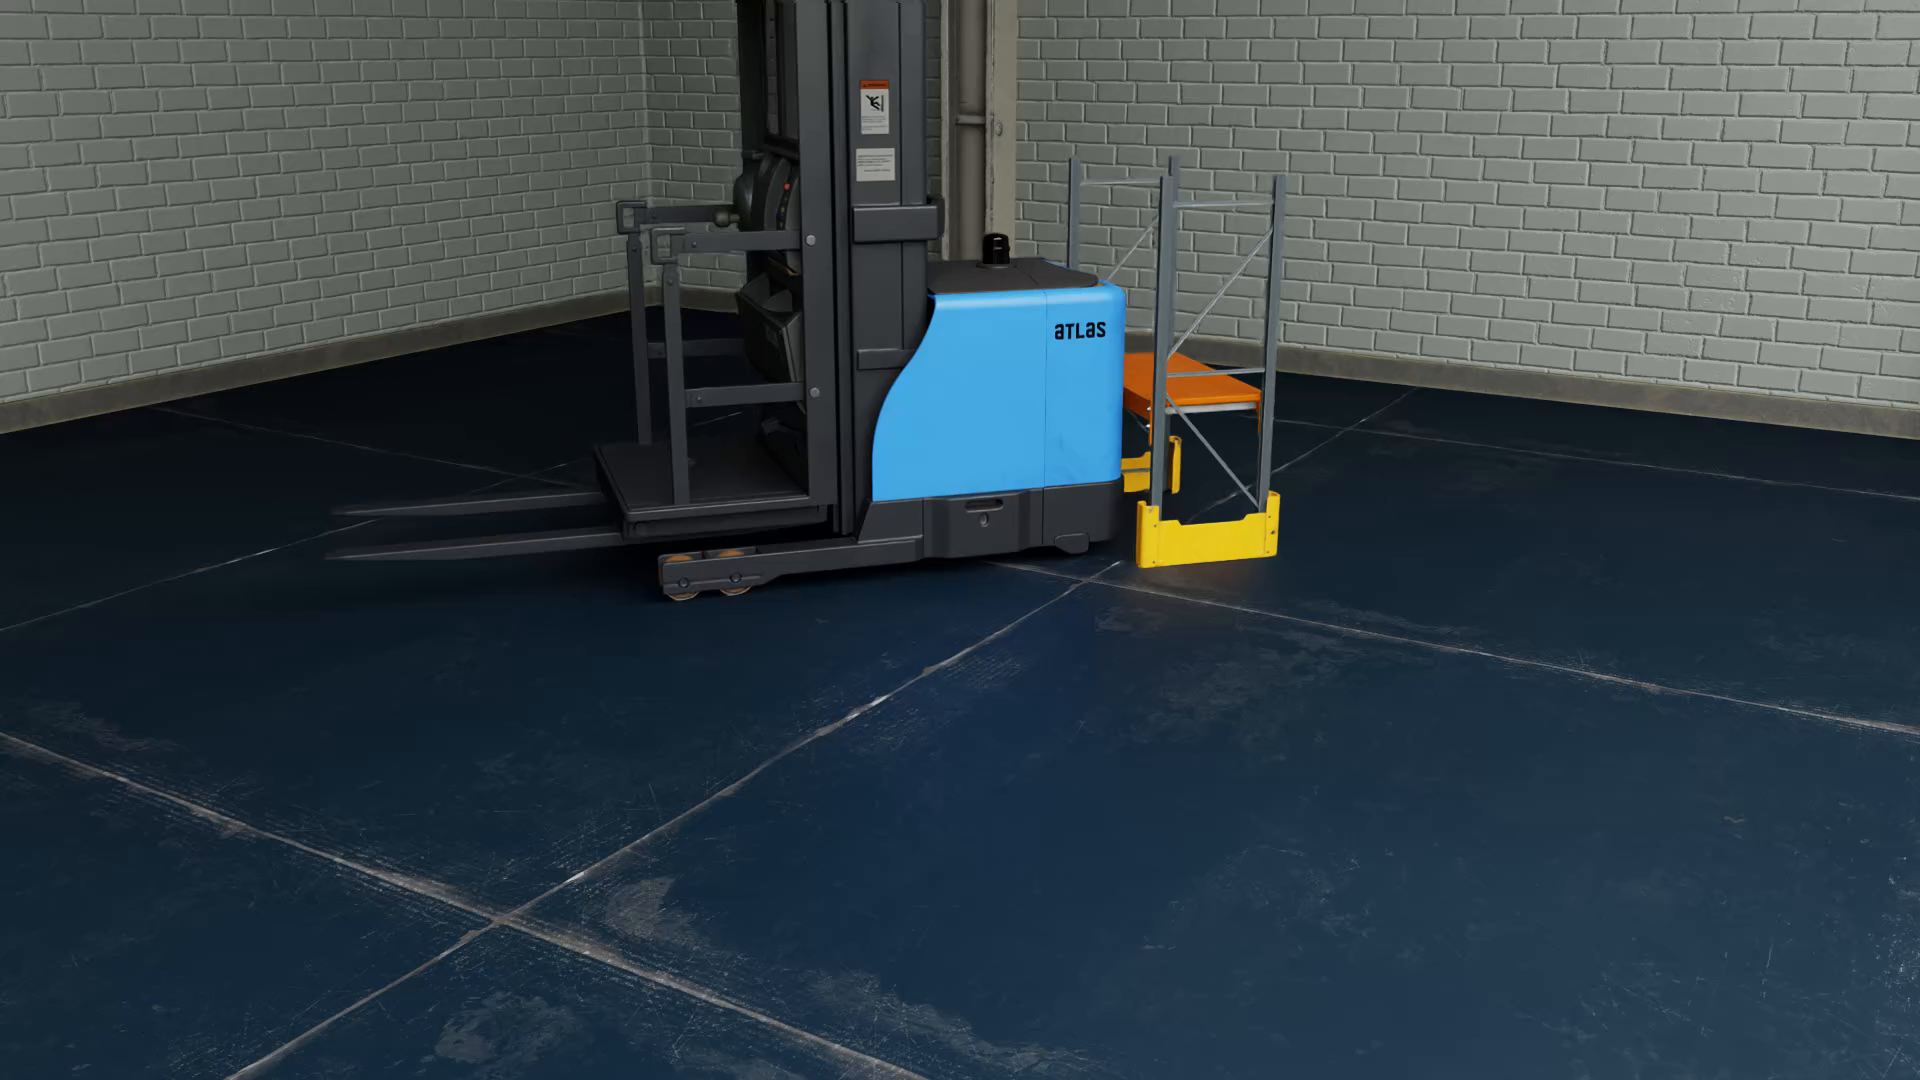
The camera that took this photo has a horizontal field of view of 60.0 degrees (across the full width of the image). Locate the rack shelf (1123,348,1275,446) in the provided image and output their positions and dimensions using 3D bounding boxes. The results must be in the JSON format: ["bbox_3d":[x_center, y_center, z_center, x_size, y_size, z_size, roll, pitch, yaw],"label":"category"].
[{"bbox_3d":[0.846,-0.612,6.935,0.538,0.185,1.000,-5,18,-15],"label":"rack shelf"}]

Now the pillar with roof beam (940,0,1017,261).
[{"bbox_3d":[-2.133,-4.577,6.465,0.400,9.000,9.100,10,20,30],"label":"pillar with roof beam"}]

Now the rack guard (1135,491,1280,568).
[{"bbox_3d":[0.983,-0.044,6.598,0.587,0.250,0.087,-5,18,-15],"label":"rack guard"}]

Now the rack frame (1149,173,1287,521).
[{"bbox_3d":[0.984,-0.642,6.415,0.500,1.500,0.032,-5,18,-15],"label":"rack frame"}]

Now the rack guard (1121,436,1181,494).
[{"bbox_3d":[0.713,-0.323,7.515,0.587,0.250,0.087,-5,18,-15],"label":"rack guard"}]

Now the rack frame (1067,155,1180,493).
[{"bbox_3d":[0.708,-0.927,7.351,0.500,1.500,0.032,-5,18,-15],"label":"rack frame"}]

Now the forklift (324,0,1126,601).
[{"bbox_3d":[-0.918,-1.350,6.283,3.031,2.935,1.130,-5,18,-17],"label":"forklift"}]

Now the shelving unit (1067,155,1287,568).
[{"bbox_3d":[0.848,-0.782,6.874,0.587,1.500,1.083,-5,18,-15],"label":"shelving unit"}]
